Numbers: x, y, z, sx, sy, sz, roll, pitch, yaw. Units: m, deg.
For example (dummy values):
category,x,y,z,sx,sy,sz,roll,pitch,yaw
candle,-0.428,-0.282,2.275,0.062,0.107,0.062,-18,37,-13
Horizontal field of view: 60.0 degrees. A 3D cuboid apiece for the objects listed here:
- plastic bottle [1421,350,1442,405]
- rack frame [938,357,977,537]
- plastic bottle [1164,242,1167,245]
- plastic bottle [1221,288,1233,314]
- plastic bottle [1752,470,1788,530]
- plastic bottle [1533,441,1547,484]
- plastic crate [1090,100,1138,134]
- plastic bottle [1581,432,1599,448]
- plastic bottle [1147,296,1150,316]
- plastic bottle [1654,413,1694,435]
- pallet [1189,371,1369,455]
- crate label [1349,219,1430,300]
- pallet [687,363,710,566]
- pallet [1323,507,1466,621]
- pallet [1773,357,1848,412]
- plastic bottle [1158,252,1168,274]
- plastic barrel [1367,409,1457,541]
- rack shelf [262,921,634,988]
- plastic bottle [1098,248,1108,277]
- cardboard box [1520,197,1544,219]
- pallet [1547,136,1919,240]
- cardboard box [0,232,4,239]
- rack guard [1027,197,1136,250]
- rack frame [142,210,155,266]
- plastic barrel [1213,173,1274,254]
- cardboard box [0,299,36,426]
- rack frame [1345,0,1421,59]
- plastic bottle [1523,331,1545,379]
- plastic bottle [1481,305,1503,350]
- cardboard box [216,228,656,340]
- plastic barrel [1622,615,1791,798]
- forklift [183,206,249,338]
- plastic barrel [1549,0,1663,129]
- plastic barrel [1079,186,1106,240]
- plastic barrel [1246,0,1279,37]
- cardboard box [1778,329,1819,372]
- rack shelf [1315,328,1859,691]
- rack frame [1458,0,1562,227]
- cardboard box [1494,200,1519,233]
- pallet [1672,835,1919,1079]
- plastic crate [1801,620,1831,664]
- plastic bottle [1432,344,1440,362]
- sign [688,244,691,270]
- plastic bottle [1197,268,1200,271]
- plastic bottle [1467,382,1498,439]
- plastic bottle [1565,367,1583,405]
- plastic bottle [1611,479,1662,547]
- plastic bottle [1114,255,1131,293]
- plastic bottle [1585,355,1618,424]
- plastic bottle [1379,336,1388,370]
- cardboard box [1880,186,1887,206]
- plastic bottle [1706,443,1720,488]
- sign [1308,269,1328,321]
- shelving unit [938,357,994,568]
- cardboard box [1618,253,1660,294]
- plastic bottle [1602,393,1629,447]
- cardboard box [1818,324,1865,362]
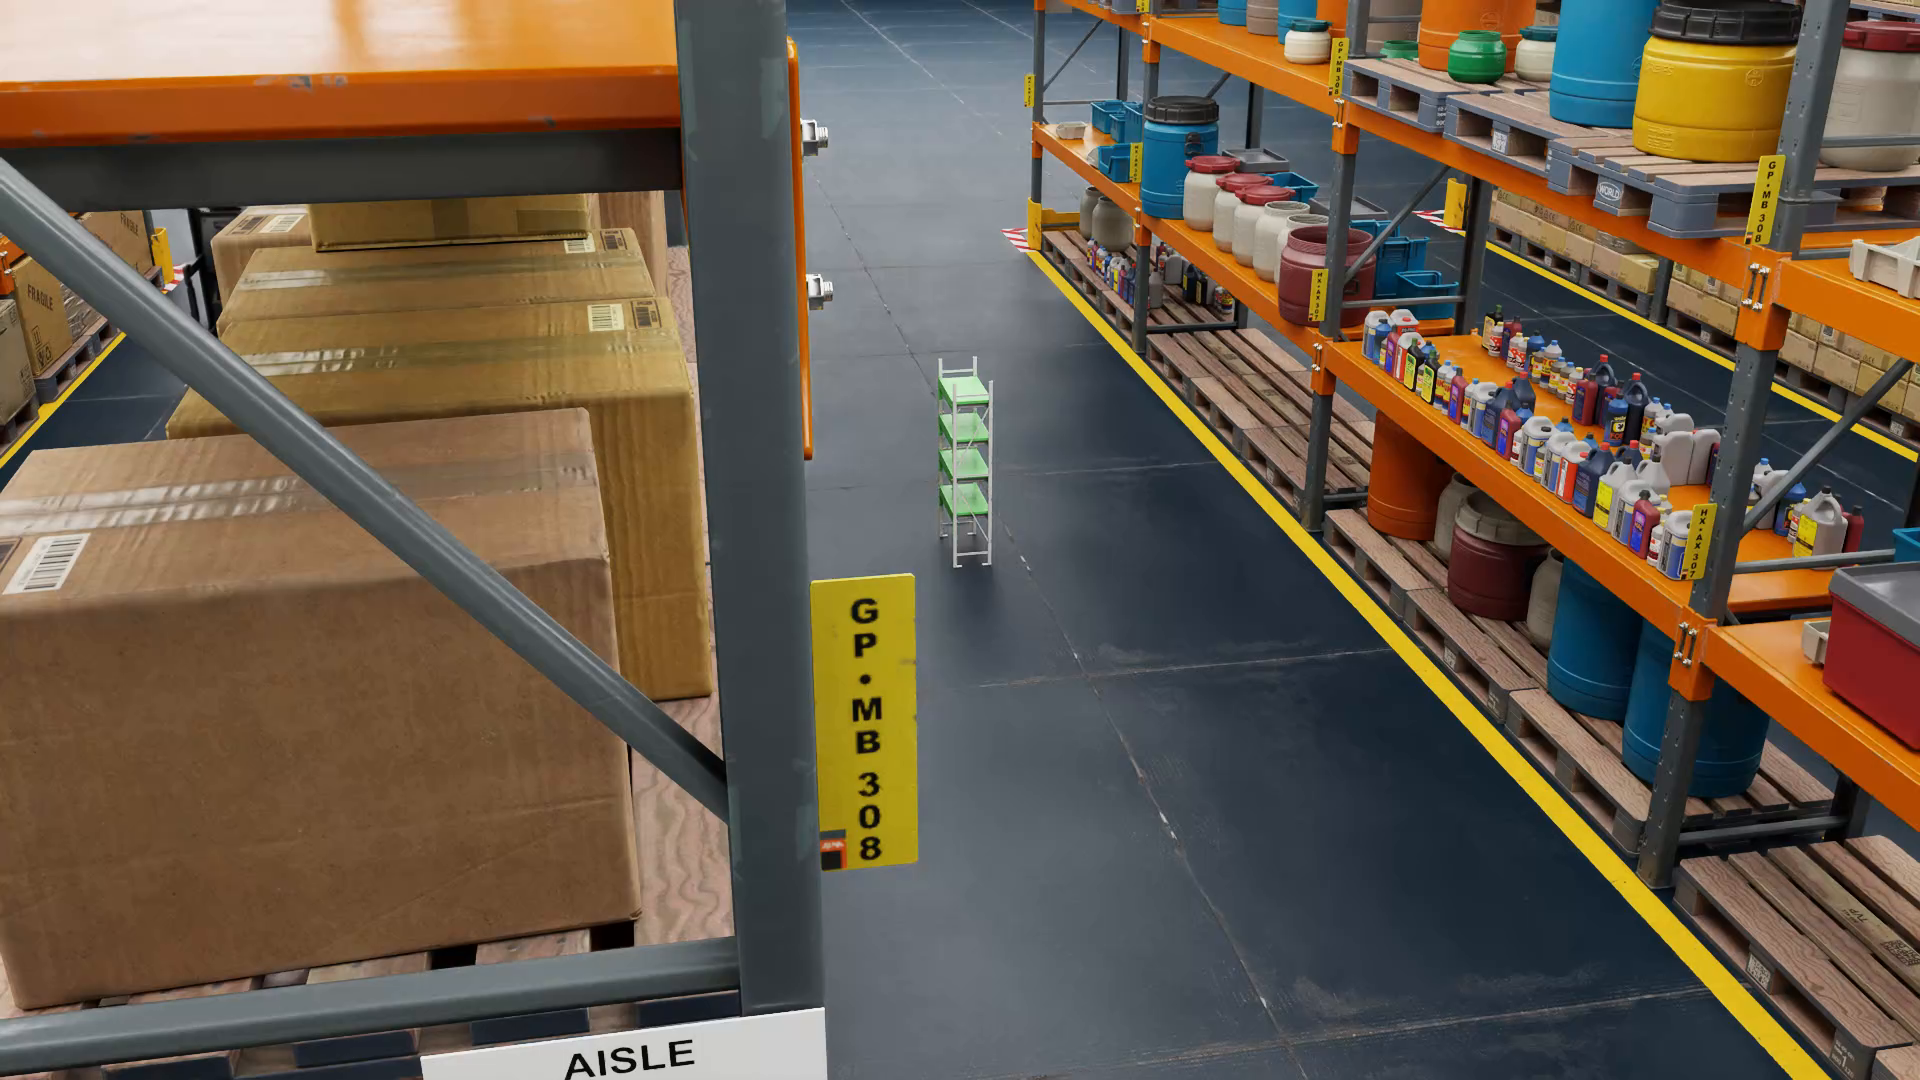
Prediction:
category,x,y,z,sx,sy,sz,roll,pitch,yaw
plastic bottle,2.620,-0.902,9.212,0.061,0.283,0.133,-4,24,-10
rack frame,-0.015,-0.581,10.581,0.240,1.200,0.015,-4,24,-10
plastic bottle,2.040,-2.854,16.484,0.097,0.201,0.097,0,24,0
plastic bottle,2.381,-2.160,14.808,0.097,0.271,0.097,0,24,0
plastic bottle,3.710,-0.202,7.620,0.152,0.276,0.135,-4,24,-10
plastic bottle,2.864,-0.383,8.128,0.097,0.201,0.097,0,24,0
plastic crate,1.656,-4.382,17.221,0.499,0.251,0.616,-4,24,-10
plastic bottle,3.032,-0.388,8.052,0.097,0.271,0.097,0,24,0
plastic bottle,1.636,-2.090,14.735,0.097,0.201,0.097,0,24,0
plastic bottle,3.564,-0.513,8.333,0.152,0.276,0.135,-4,24,-10
pallet,2.422,-0.987,12.745,1.003,0.211,1.213,-4,24,-10
crate label,2.831,-1.905,11.320,0.502,0.435,0.616,-4,24,-10
pallet,-1.016,-0.071,3.527,1.003,0.211,1.213,-4,24,-10
pallet,2.936,0.107,10.242,1.003,0.211,1.213,-4,24,-10
pallet,7.282,-1.371,13.625,1.003,0.211,1.213,-4,24,-10
plastic bottle,1.967,-2.682,16.089,0.097,0.201,0.097,0,24,0
plastic barrel,2.856,-0.485,10.299,0.600,0.830,0.708,-4,24,-10
rack shelf,-1.009,0.204,3.687,1.077,0.370,4.000,-4,24,-10
plastic bottle,1.381,-2.666,15.965,0.097,0.271,0.097,0,24,0
cardboard box,6.218,-3.646,17.325,0.500,0.500,0.500,-4,24,-10
pallet,3.248,-1.494,6.911,1.213,0.211,1.003,-4,24,-10
cardboard box,-7.831,-2.570,12.700,0.875,0.550,0.550,-4,24,-10
rack guard,1.330,-3.453,18.031,1.175,0.500,0.348,-4,24,-10
rack frame,-8.491,-3.931,16.002,1.000,3.000,0.127,-4,24,-10
plastic barrel,2.107,-2.433,12.402,0.433,0.535,0.433,0,24,0
cardboard box,-7.548,-1.281,12.222,1.050,0.750,0.750,-4,24,-10
rack frame,2.749,-4.227,9.186,1.000,3.000,0.127,-4,24,-10
plastic bottle,3.325,-1.077,9.630,0.097,0.271,0.097,0,24,0
plastic bottle,3.243,-1.297,10.118,0.061,0.283,0.133,-4,24,-10
cardboard box,-0.917,-0.254,3.062,0.700,0.500,0.500,-6,24,-13
plastic barrel,3.405,0.649,7.613,0.600,0.901,0.708,-4,24,-10
forklift,-5.059,-2.184,12.089,1.130,2.935,3.031,-4,24,-9
plastic barrel,3.023,-2.361,7.510,0.600,0.901,0.708,-4,24,-10
plastic barrel,1.467,-3.424,17.425,0.421,0.512,0.421,0,24,0
plastic barrel,2.438,-4.214,12.278,0.600,0.901,0.600,0,24,0
cardboard box,6.994,-1.567,13.501,0.500,0.250,0.500,-4,24,-9
rack shelf,3.119,-0.362,8.729,1.077,0.370,4.000,-4,24,-10
rack frame,6.138,-4.990,18.427,1.000,3.000,0.127,-4,24,-10
cardboard box,6.115,-3.498,17.923,0.500,0.250,0.500,-4,24,-10
pallet,3.663,1.660,6.686,1.003,0.211,1.213,-4,24,-10
plastic crate,3.434,0.382,6.381,0.396,0.136,0.243,-4,24,-10
plastic bottle,2.716,-1.027,9.603,0.097,0.201,0.097,0,24,0
sign,-1.574,-1.684,9.412,0.100,0.325,0.005,-4,24,-10
plastic bottle,2.233,-2.461,15.398,0.144,0.351,0.185,-5,24,-12
plastic bottle,2.768,-0.682,8.718,0.152,0.276,0.135,-4,24,-10
plastic bottle,3.415,-0.854,9.206,0.097,0.201,0.097,0,24,0
plastic bottle,3.031,-0.123,7.438,0.152,0.276,0.135,-4,24,-10
plastic bottle,1.512,-2.474,15.426,0.144,0.351,0.185,-4,24,-10
plastic bottle,3.443,-0.813,8.924,0.144,0.351,0.185,-4,24,-10
plastic bottle,2.524,-1.107,9.785,0.097,0.201,0.097,0,24,0
cardboard box,7.292,-2.548,12.711,0.500,0.500,0.500,-6,24,-13
plastic bottle,3.676,-0.376,8.010,0.061,0.283,0.133,-4,24,-10
sign,2.210,-1.509,10.254,0.100,0.325,0.005,-4,24,-10
shelving unit,0.031,-0.485,10.361,0.258,1.200,0.503,-4,24,-10
cardboard box,6.578,-2.515,15.672,0.500,0.250,0.500,-4,24,-10
plastic bottle,3.391,-0.625,8.594,0.097,0.271,0.097,0,24,0
cardboard box,7.086,-1.623,12.928,0.500,0.311,0.500,-4,24,-10
